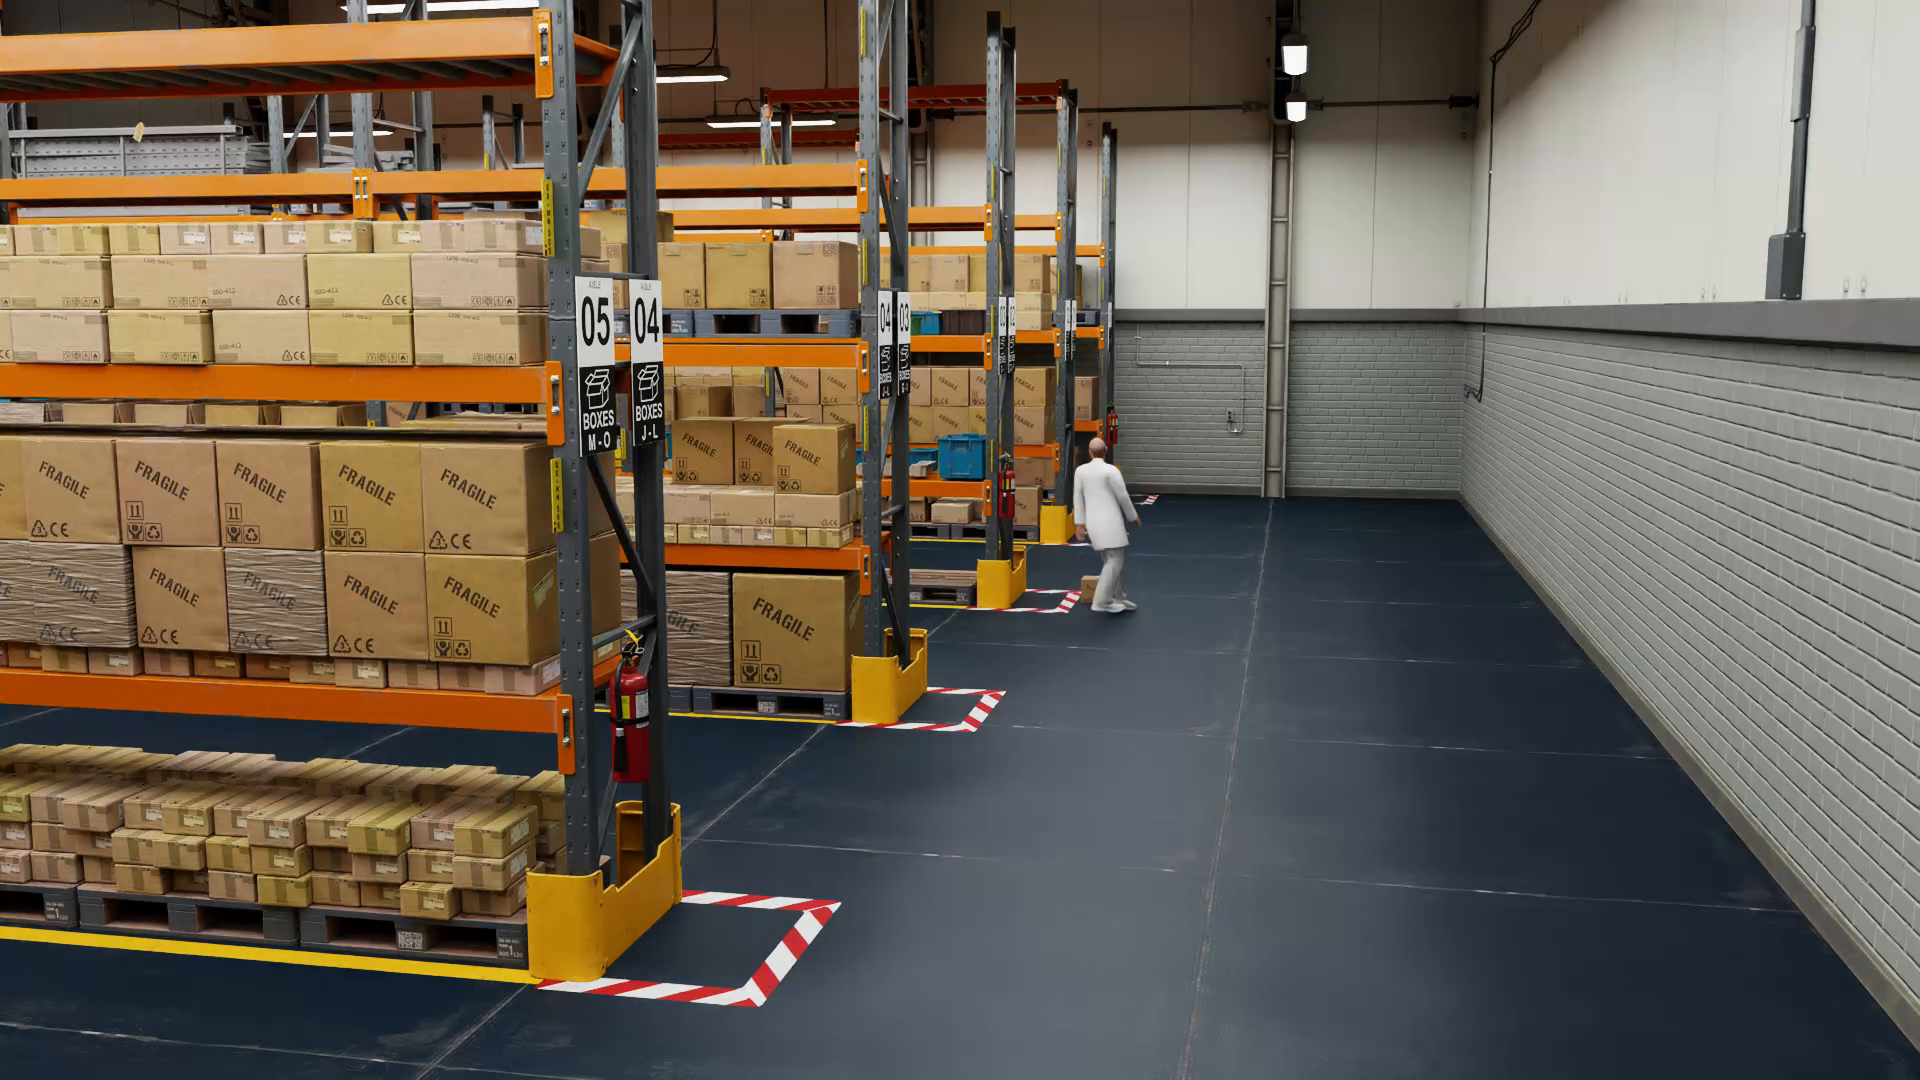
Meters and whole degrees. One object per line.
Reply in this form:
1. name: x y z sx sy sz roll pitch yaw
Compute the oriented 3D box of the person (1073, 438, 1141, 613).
1. person: 1.504 -0.150 16.891 0.675 1.781 0.605 -7 11 -42
